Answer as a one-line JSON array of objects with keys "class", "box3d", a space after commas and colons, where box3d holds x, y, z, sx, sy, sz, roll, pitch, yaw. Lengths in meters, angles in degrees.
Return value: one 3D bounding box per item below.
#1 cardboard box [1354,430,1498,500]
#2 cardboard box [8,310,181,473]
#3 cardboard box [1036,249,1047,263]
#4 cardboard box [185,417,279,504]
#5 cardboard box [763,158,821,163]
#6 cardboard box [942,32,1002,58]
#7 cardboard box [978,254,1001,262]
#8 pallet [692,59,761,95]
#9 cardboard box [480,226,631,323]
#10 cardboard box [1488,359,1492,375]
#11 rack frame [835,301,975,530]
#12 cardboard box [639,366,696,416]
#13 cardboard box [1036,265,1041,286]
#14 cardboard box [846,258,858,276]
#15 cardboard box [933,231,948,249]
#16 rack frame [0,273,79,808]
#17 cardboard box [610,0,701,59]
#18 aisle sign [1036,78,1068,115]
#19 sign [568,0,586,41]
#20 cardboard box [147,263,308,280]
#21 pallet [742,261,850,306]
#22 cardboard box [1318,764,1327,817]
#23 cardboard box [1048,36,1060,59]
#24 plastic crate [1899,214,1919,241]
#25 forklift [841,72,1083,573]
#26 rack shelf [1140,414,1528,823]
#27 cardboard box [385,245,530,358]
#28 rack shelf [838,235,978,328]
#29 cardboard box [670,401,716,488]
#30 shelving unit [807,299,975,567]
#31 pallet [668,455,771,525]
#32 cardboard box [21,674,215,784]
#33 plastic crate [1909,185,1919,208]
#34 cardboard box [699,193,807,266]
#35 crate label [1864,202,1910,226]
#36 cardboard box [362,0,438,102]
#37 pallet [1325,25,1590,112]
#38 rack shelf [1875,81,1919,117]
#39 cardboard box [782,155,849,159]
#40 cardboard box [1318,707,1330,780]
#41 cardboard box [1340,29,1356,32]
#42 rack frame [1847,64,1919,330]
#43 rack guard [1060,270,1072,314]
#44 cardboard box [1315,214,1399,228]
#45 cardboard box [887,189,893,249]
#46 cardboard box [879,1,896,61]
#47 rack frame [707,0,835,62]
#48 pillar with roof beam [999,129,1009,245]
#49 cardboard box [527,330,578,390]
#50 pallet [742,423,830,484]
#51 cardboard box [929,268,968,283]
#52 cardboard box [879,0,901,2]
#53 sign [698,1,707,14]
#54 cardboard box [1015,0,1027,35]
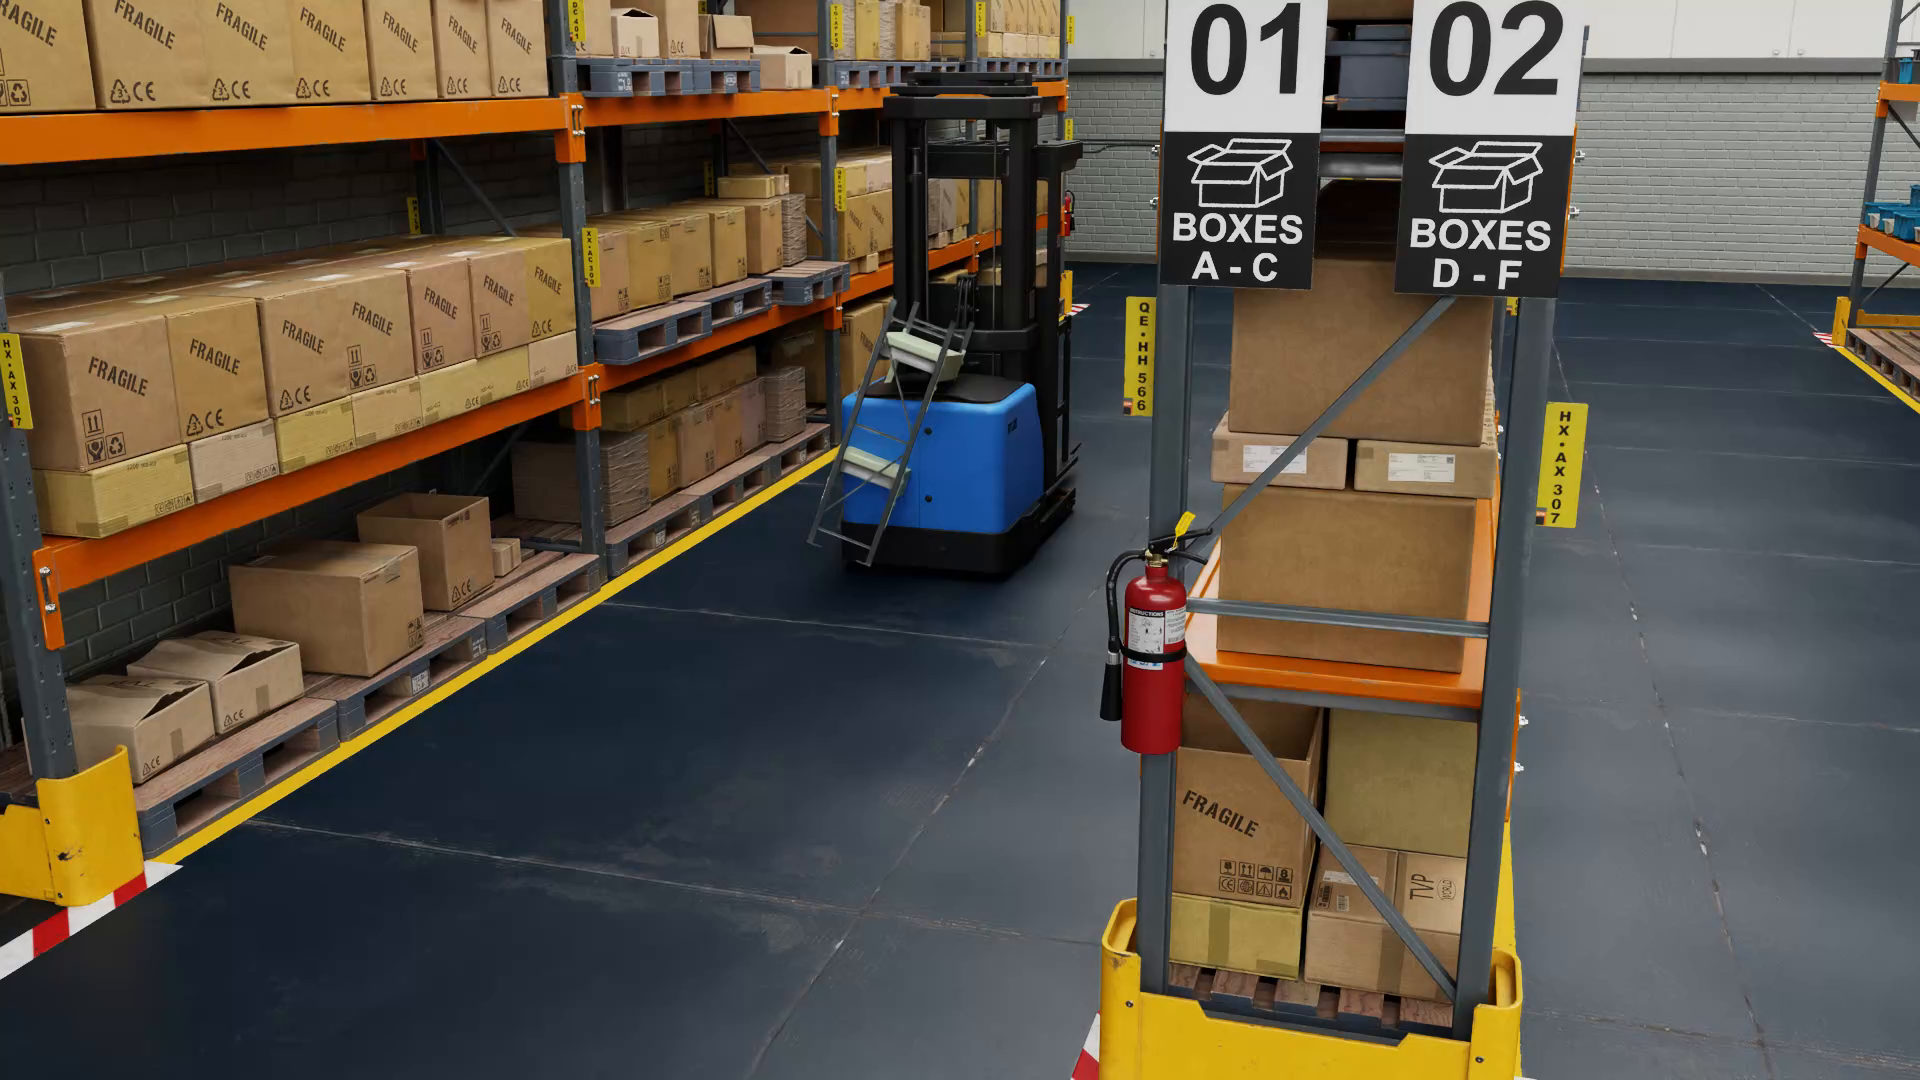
[{"class": "cardboard box", "box3d": [1.334, -0.228, 4.764, 0.380, 0.149, 0.250, 5, 16, 15]}, {"class": "cardboard box", "box3d": [-3.311, -0.565, 6.187, 0.500, 0.500, 0.500, 5, 16, 16]}, {"class": "cardboard box", "box3d": [0.847, -3.424, 20.026, 0.380, 0.149, 0.250, 4, 16, 15]}, {"class": "cardboard box", "box3d": [-3.158, -0.342, 6.778, 0.500, 0.250, 0.500, 4, 16, 14]}, {"class": "cardboard box", "box3d": [-1.430, -3.093, 14.099, 0.500, 0.250, 0.500, 4, 16, 14]}, {"class": "cardboard box", "box3d": [0.125, -5.086, 17.088, 0.500, 0.250, 0.500, 5, 16, 16]}, {"class": "cardboard box", "box3d": [0.267, -3.255, 19.431, 0.380, 0.149, 0.250, 5, 17, 17]}, {"class": "pallet", "box3d": [-2.029, -2.989, 10.717, 1.213, 0.211, 1.003, 5, 16, 16]}, {"class": "cardboard box", "box3d": [-2.421, -1.602, 9.990, 0.700, 0.500, 0.500, 5, 16, 16]}, {"class": "cardboard box", "box3d": [1.698, -0.565, 5.952, 0.380, 0.149, 0.250, 4, 16, 15]}, {"class": "rack frame", "box3d": [-0.346, -0.699, 10.305, 0.400, 1.500, 0.023, 21, 10, 6]}, {"class": "cardboard box", "box3d": [-2.139, -1.027, 11.353, 0.500, 0.250, 0.500, 4, 16, 14]}, {"class": "cardboard box", "box3d": [0.567, -3.029, 19.821, 0.700, 0.500, 0.500, 5, 16, 16]}, {"class": "cardboard box", "box3d": [-1.066, -2.280, 13.795, 0.380, 0.149, 0.250, 5, 17, 17]}, {"class": "cardboard box", "box3d": [-0.334, -2.877, 15.899, 0.380, 0.149, 0.250, 5, 16, 16]}, {"class": "rack frame", "box3d": [-3.735, -0.165, 5.914, 1.000, 3.000, 0.127, 5, 16, 16]}, {"class": "cardboard box", "box3d": [-2.016, -3.364, 10.743, 0.500, 0.500, 0.500, 4, 16, 14]}, {"class": "aisle sign", "box3d": [1.120, -5.597, 20.301, 0.394, 0.787, 0.004, 5, 16, 16]}, {"class": "sign", "box3d": [-2.076, -2.863, 8.982, 0.100, 0.325, 0.005, 5, 16, 16]}, {"class": "cardboard box", "box3d": [-3.366, -1.001, 7.726, 0.500, 0.500, 0.500, 5, 17, 17]}, {"class": "pallet", "box3d": [-1.562, -1.971, 12.632, 1.213, 0.211, 1.003, 5, 16, 16]}, {"class": "cardboard box", "box3d": [1.156, 0.913, 6.382, 0.500, 0.250, 0.500, 5, 16, 16]}, {"class": "cardboard box", "box3d": [0.858, -5.760, 19.464, 0.500, 0.250, 0.500, 5, 17, 18]}, {"class": "plastic crate", "box3d": [9.465, -3.069, 16.349, 0.416, 0.233, 0.300, 5, 16, 16]}, {"class": "forklift", "box3d": [0.174, -1.575, 11.012, 1.130, 2.935, 3.031, 4, 16, 15]}, {"class": "rack shelf", "box3d": [1.584, 0.041, 6.506, 1.077, 0.370, 4.000, 5, 16, 16]}, {"class": "cardboard box", "box3d": [-2.572, -1.231, 8.536, 0.500, 0.500, 0.500, 5, 16, 16]}, {"class": "rack shelf", "box3d": [-0.893, -2.435, 15.236, 1.077, 0.370, 4.000, 5, 16, 16]}, {"class": "cardboard box", "box3d": [-2.122, -0.684, 11.518, 0.700, 0.500, 0.500, 5, 17, 17]}, {"class": "shelving unit", "box3d": [-0.401, -0.654, 9.946, 0.431, 1.500, 0.755, 21, 10, 6]}, {"class": "pallet", "box3d": [-2.033, -0.394, 11.831, 1.003, 0.211, 1.213, 5, 16, 16]}, {"class": "cardboard box", "box3d": [-3.452, 0.743, 6.834, 0.500, 0.311, 0.500, 3, 16, 10]}, {"class": "plastic crate", "box3d": [10.395, -3.526, 17.590, 0.616, 0.435, 0.499, 5, 16, 16]}, {"class": "cardboard box", "box3d": [-1.585, -2.394, 12.783, 0.700, 0.500, 0.500, 3, 16, 9]}, {"class": "crate label", "box3d": [9.925, -3.492, 17.840, 0.416, 0.233, 0.303, 5, 16, 16]}, {"class": "cardboard box", "box3d": [-2.782, -2.282, 7.660, 0.500, 0.500, 0.500, 4, 16, 14]}, {"class": "pallet", "box3d": [1.241, -1.365, 4.811, 1.003, 0.211, 1.213, 5, 16, 16]}, {"class": "rack shelf", "box3d": [9.742, -4.156, 15.807, 1.077, 0.370, 4.000, 5, 16, 16]}, {"class": "cardboard box", "box3d": [-1.282, -3.227, 14.572, 0.500, 0.250, 0.500, 4, 16, 14]}, {"class": "cardboard box", "box3d": [1.153, 0.552, 6.281, 0.500, 0.500, 0.500, 5, 16, 16]}, {"class": "cardboard box", "box3d": [1.248, -1.918, 5.736, 0.500, 0.311, 0.500, 7, 17, 22]}, {"class": "rack frame", "box3d": [10.311, -3.583, 17.963, 1.000, 3.000, 0.127, 5, 16, 16]}, {"class": "rack guard", "box3d": [0.819, -3.155, 21.035, 1.175, 0.500, 0.348, 5, 16, 16]}, {"class": "cardboard box", "box3d": [1.462, -0.859, 5.800, 0.700, 0.500, 0.500, 5, 16, 16]}, {"class": "cardboard box", "box3d": [-0.778, -2.832, 14.552, 0.500, 0.500, 0.500, 5, 16, 16]}, {"class": "cardboard box", "box3d": [-0.980, -4.509, 14.742, 0.700, 0.500, 0.500, 5, 16, 16]}, {"class": "rack frame", "box3d": [-1.461, -5.144, 12.474, 1.000, 3.000, 0.127, 5, 16, 16]}, {"class": "pillar with roof beam", "box3d": [4.878, -7.677, 21.403, 9.100, 9.000, 0.400, 5, 16, 16]}, {"class": "cardboard box", "box3d": [-2.442, -1.001, 9.101, 0.500, 0.250, 0.500, 5, 16, 16]}, {"class": "pallet", "box3d": [-1.685, -0.712, 12.953, 1.003, 0.211, 1.213, 5, 16, 16]}, {"class": "cardboard box", "box3d": [-0.385, -2.292, 16.583, 0.750, 0.750, 0.750, 5, 17, 17]}, {"class": "cardboard box", "box3d": [-0.843, -5.002, 15.108, 0.500, 0.250, 0.500, 4, 16, 14]}, {"class": "sign", "box3d": [-1.991, -4.033, 12.961, 0.100, 0.325, 0.005, 5, 16, 16]}, {"class": "cardboard box", "box3d": [0.422, -5.716, 17.934, 0.500, 0.500, 0.500, 5, 17, 16]}]
